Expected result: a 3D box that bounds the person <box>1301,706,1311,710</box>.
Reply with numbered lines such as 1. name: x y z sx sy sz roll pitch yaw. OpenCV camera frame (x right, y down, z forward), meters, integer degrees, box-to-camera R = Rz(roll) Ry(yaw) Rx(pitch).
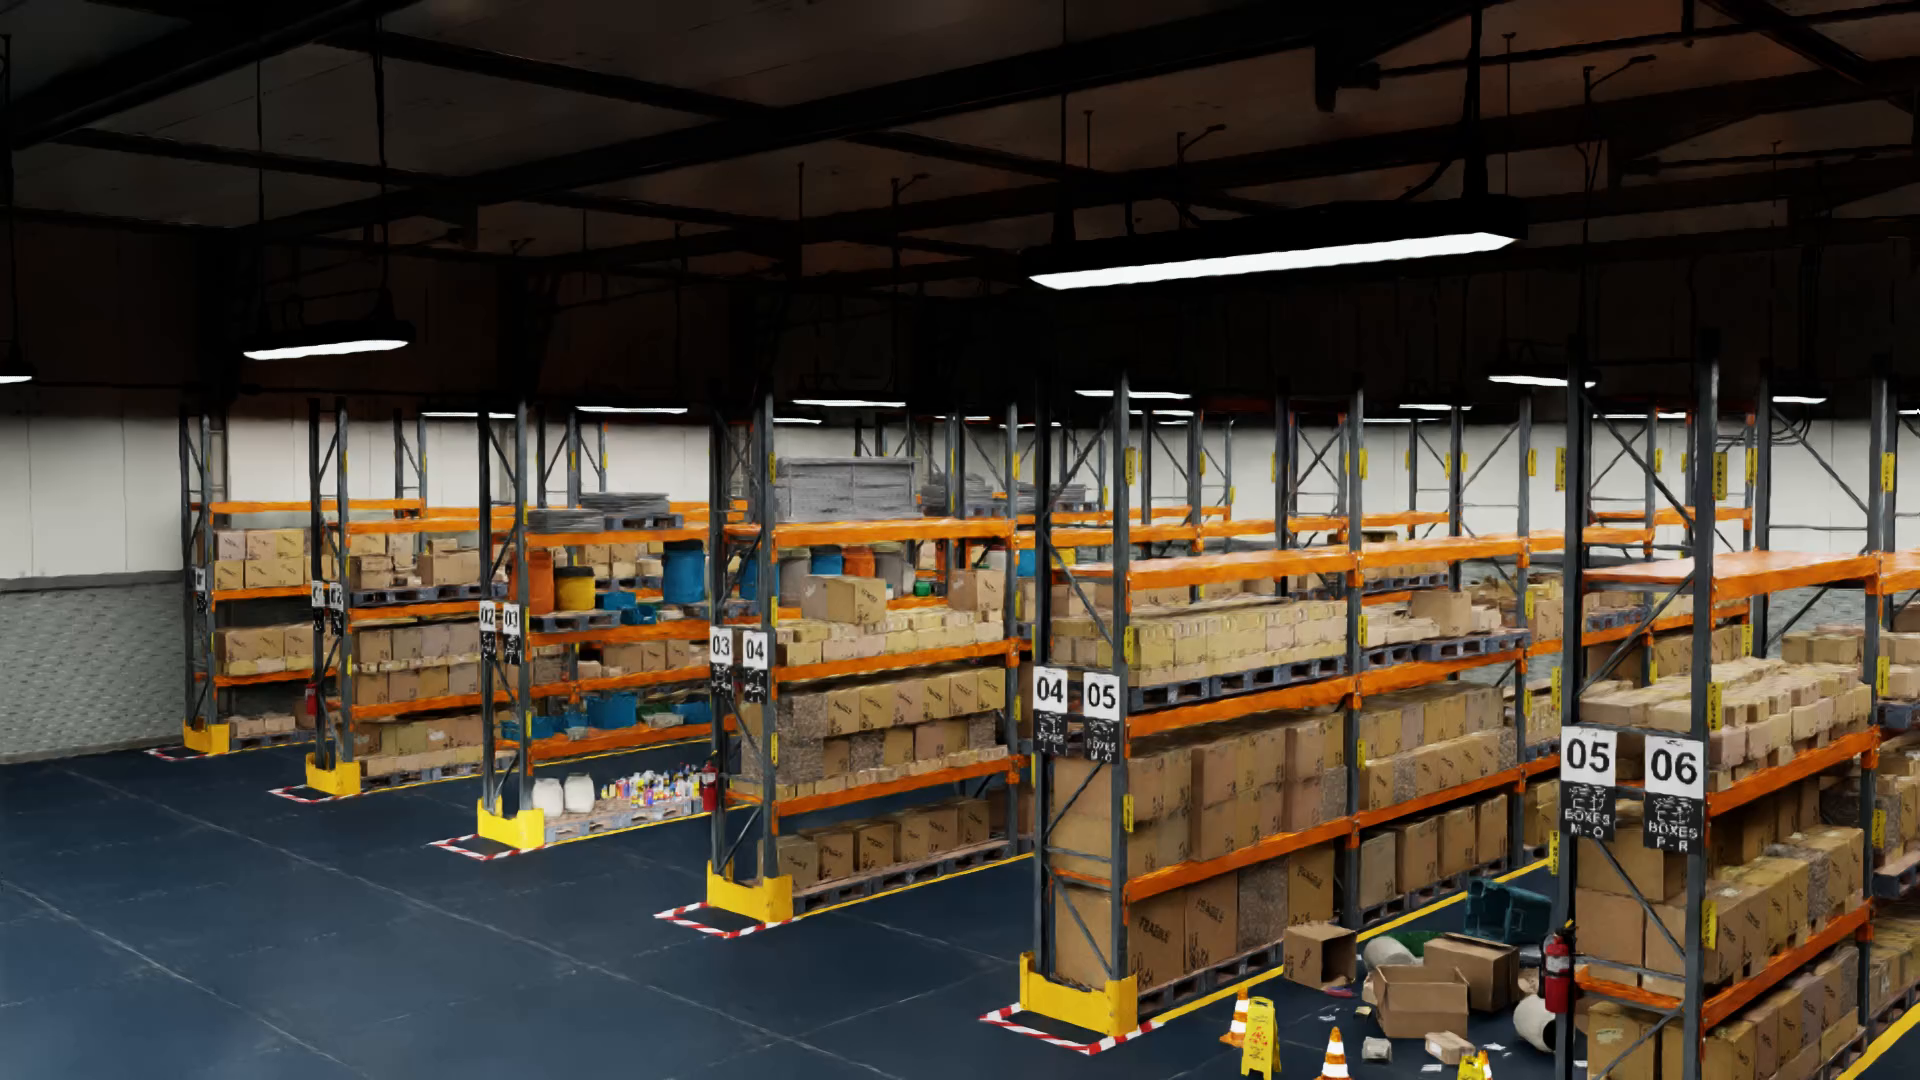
1. person: 4.912 3.120 23.535 0.449 1.567 1.089 3 4 41
